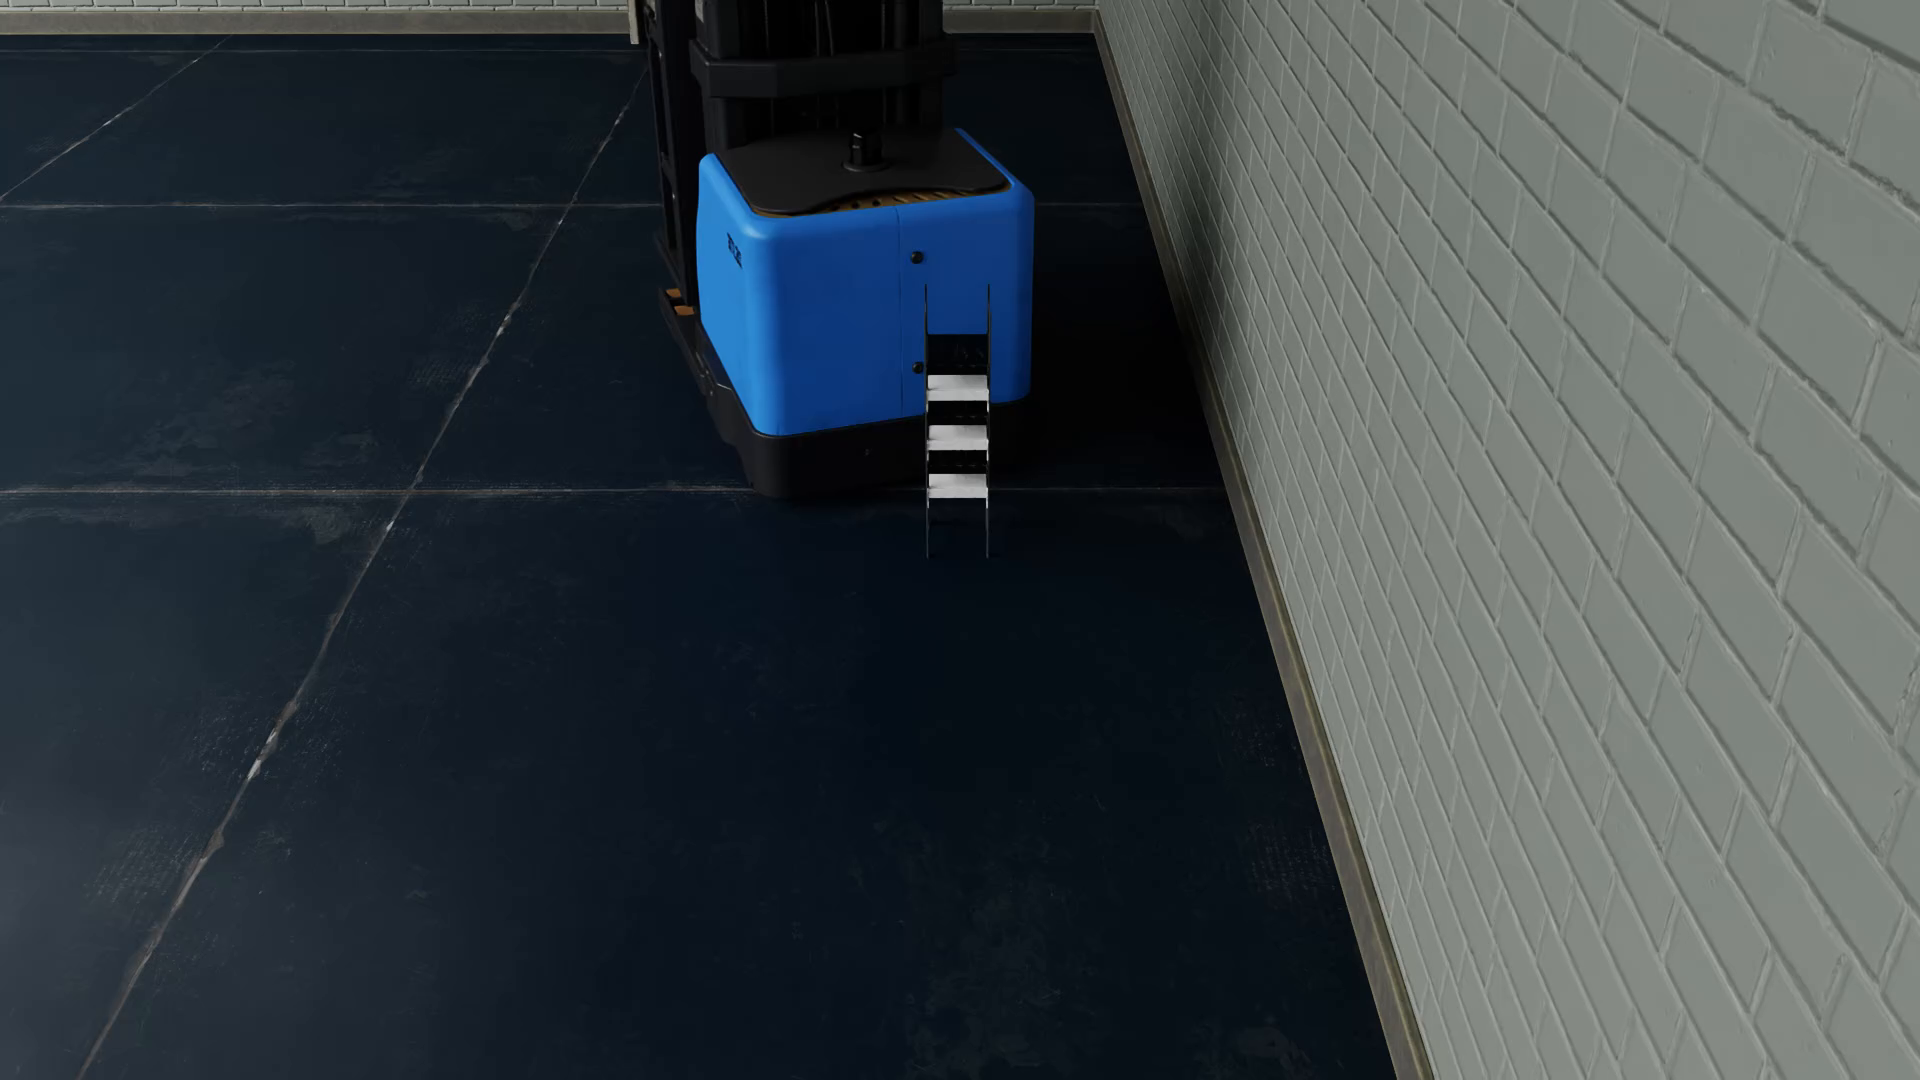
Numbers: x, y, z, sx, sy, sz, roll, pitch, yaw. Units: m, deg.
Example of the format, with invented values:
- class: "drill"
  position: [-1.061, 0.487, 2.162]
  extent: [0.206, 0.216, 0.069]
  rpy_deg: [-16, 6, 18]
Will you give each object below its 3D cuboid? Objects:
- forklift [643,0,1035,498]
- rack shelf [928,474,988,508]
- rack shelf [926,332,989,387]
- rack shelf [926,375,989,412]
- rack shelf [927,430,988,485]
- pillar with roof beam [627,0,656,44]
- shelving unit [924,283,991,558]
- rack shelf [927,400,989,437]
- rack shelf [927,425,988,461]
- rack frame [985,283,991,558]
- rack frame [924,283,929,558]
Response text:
- class: "forklift"
  position: [-0.682, -2.154, 6.475]
  extent: [1.130, 2.935, 3.031]
  rpy_deg: [-10, 33, -16]
- class: "rack shelf"
  position: [-0.008, -0.202, 5.627]
  extent: [0.200, 0.077, 0.258]
  rpy_deg: [0, 31, 0]
- class: "rack shelf"
  position: [-0.008, -0.587, 5.394]
  extent: [0.200, 0.077, 0.258]
  rpy_deg: [0, 31, 0]
- class: "rack shelf"
  position: [-0.008, -0.510, 5.440]
  extent: [0.200, 0.077, 0.258]
  rpy_deg: [0, 31, 0]
- class: "rack shelf"
  position: [-0.008, -0.279, 5.581]
  extent: [0.200, 0.077, 0.258]
  rpy_deg: [0, 31, 0]
- class: "pillar with roof beam"
  position: [-2.014, -5.069, 5.429]
  extent: [0.400, 9.000, 9.100]
  rpy_deg: [0, 31, 0]
- class: "shelving unit"
  position: [-0.008, -0.385, 5.517]
  extent: [0.210, 0.900, 0.258]
  rpy_deg: [0, 31, 0]
- class: "rack shelf"
  position: [-0.008, -0.433, 5.487]
  extent: [0.200, 0.077, 0.258]
  rpy_deg: [0, 31, 0]
- class: "rack shelf"
  position: [-0.008, -0.356, 5.534]
  extent: [0.200, 0.077, 0.258]
  rpy_deg: [0, 31, 0]
- class: "rack frame"
  position: [0.094, -0.385, 5.517]
  extent: [0.006, 0.900, 0.240]
  rpy_deg: [0, 31, 0]
- class: "rack frame"
  position: [-0.110, -0.384, 5.516]
  extent: [0.006, 0.900, 0.240]
  rpy_deg: [0, 31, 0]
